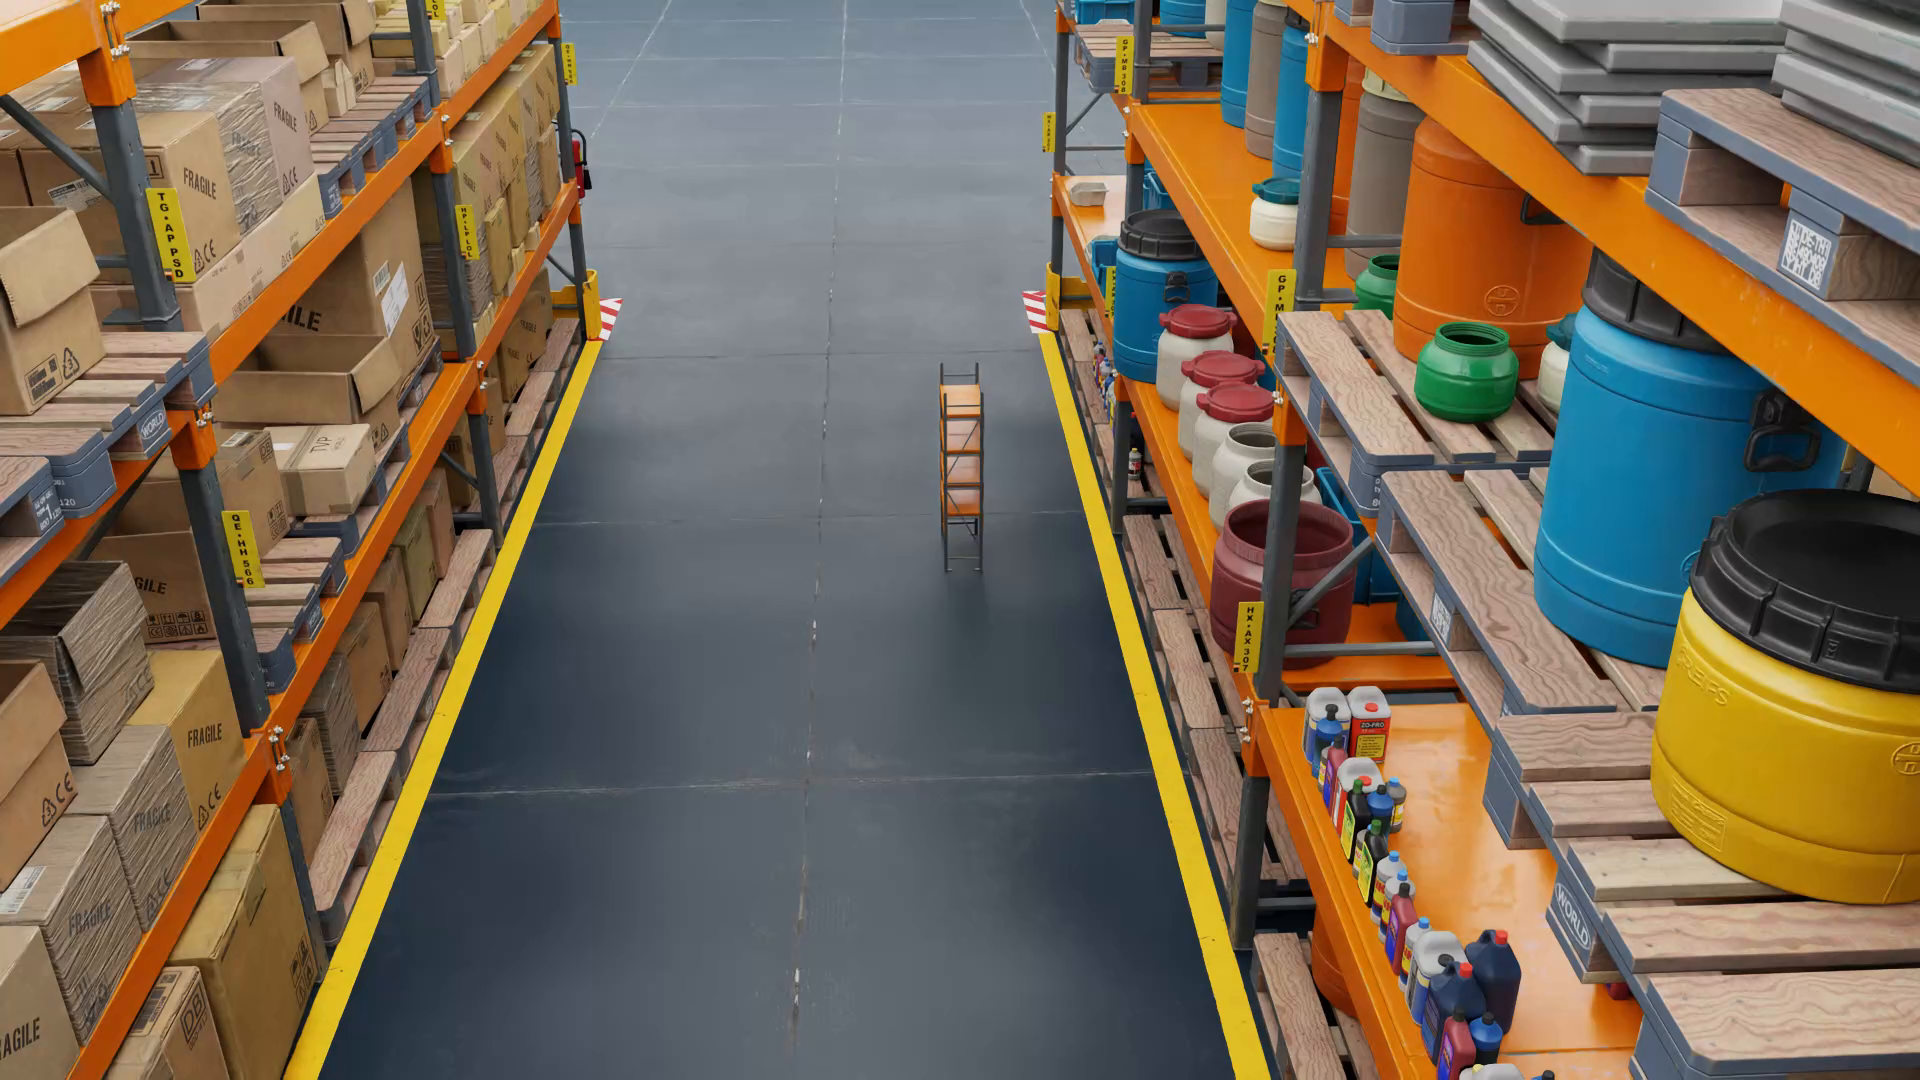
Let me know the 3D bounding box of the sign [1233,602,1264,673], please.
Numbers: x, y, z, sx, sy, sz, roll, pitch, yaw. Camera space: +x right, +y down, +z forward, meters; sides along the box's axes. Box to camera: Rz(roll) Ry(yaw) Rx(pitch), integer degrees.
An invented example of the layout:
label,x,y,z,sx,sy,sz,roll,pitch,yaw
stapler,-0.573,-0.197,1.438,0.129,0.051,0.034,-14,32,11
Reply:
label,x,y,z,sx,sy,sz,roll,pitch,yaw
sign,1.152,0.390,6.644,0.100,0.325,0.005,-1,28,-3

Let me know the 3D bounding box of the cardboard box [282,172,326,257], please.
label,x,y,z,sx,sy,sz,roll,pitch,yaw
cardboard box,-3.078,-1.395,7.162,0.500,0.250,0.500,-1,28,-2

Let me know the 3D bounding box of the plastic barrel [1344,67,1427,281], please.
label,x,y,z,sx,sy,sz,roll,pitch,yaw
plastic barrel,1.875,-1.491,6.641,0.600,0.901,0.600,0,28,0

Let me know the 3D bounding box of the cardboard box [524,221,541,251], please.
label,x,y,z,sx,sy,sz,roll,pitch,yaw
cardboard box,-3.258,-2.201,12.059,0.380,0.149,0.250,-1,28,-3

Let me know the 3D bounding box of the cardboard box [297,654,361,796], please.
label,x,y,z,sx,sy,sz,roll,pitch,yaw
cardboard box,-3.342,0.914,8.043,0.700,0.500,0.500,-4,28,-7

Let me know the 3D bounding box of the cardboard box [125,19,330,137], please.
label,x,y,z,sx,sy,sz,roll,pitch,yaw
cardboard box,-3.478,-2.189,7.956,0.797,0.503,0.637,0,28,-1

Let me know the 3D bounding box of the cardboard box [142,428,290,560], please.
label,x,y,z,sx,sy,sz,roll,pitch,yaw
cardboard box,-3.442,-0.169,7.329,0.700,0.500,0.500,3,28,5

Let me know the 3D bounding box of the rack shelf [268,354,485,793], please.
label,x,y,z,sx,sy,sz,roll,pitch,yaw
rack shelf,-3.349,-0.039,8.421,1.077,0.370,4.000,-1,28,-3

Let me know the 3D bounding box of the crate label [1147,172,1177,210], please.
label,x,y,z,sx,sy,sz,roll,pitch,yaw
crate label,1.650,-2.421,12.171,0.502,0.435,0.616,-1,28,-3

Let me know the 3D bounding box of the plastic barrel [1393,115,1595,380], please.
label,x,y,z,sx,sy,sz,roll,pitch,yaw
plastic barrel,1.728,-0.998,5.320,0.600,0.830,0.708,-1,28,-3

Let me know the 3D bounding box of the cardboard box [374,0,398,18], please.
label,x,y,z,sx,sy,sz,roll,pitch,yaw
cardboard box,-3.762,-3.352,10.483,0.380,0.149,0.250,0,28,-1

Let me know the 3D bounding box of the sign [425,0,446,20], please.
label,x,y,z,sx,sy,sz,roll,pitch,yaw
sign,-2.900,-3.030,9.150,0.100,0.325,0.005,-1,28,-3

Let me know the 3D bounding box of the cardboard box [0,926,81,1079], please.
label,x,y,z,sx,sy,sz,roll,pitch,yaw
cardboard box,-2.896,1.448,4.683,0.500,0.500,0.500,-1,28,-2

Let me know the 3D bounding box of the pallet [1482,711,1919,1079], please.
label,x,y,z,sx,sy,sz,roll,pitch,yaw
pallet,1.772,0.688,3.211,1.213,0.211,1.003,-1,28,-3

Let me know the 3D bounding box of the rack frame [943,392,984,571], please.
label,x,y,z,sx,sy,sz,roll,pitch,yaw
rack frame,0.021,-0.343,10.172,0.240,1.200,0.015,-1,28,-3

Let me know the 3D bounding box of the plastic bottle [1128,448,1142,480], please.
label,x,y,z,sx,sy,sz,roll,pitch,yaw
plastic bottle,1.162,-0.515,11.107,0.097,0.201,0.097,0,28,0

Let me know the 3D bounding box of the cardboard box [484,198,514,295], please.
label,x,y,z,sx,sy,sz,roll,pitch,yaw
cardboard box,-3.407,-1.899,10.779,0.875,0.500,0.500,-1,28,-3

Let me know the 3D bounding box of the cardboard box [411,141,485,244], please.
label,x,y,z,sx,sy,sz,roll,pitch,yaw
cardboard box,-3.223,-2.115,10.113,0.500,0.500,0.500,-1,28,-3

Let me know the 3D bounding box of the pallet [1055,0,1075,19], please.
label,x,y,z,sx,sy,sz,roll,pitch,yaw
pallet,1.229,-4.110,12.410,1.003,0.211,1.213,-1,28,-3

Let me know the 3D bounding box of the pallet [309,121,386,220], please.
label,x,y,z,sx,sy,sz,roll,pitch,yaw
pallet,-3.471,-1.762,7.906,1.213,0.211,1.003,-1,28,-3

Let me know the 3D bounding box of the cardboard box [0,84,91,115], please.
label,x,y,z,sx,sy,sz,roll,pitch,yaw
cardboard box,-3.557,-1.481,6.516,0.500,0.500,0.500,-1,28,-3

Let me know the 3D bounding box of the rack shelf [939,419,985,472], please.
label,x,y,z,sx,sy,sz,roll,pitch,yaw
rack shelf,0.009,-0.594,10.316,0.258,0.148,0.480,-1,28,-3

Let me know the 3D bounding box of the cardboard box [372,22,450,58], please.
label,x,y,z,sx,sy,sz,roll,pitch,yaw
cardboard box,-3.163,-2.879,9.576,0.380,0.149,0.250,-2,28,-4

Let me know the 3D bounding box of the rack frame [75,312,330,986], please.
label,x,y,z,sx,sy,sz,roll,pitch,yaw
rack frame,-3.245,0.566,6.484,1.000,3.000,0.127,-1,28,-3

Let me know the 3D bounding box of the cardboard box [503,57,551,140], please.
label,x,y,z,sx,sy,sz,roll,pitch,yaw
cardboard box,-3.355,-3.269,12.326,0.500,0.500,0.500,-1,28,-3

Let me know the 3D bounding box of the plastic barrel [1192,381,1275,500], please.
label,x,y,z,sx,sy,sz,roll,pitch,yaw
plastic barrel,1.384,-0.476,8.333,0.433,0.535,0.433,0,28,0

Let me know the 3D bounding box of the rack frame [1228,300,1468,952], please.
label,x,y,z,sx,sy,sz,roll,pitch,yaw
rack frame,1.701,0.446,6.713,1.000,3.000,0.127,-1,28,-3

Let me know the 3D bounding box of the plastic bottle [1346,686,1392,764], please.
label,x,y,z,sx,sy,sz,roll,pitch,yaw
plastic bottle,1.553,0.705,6.351,0.152,0.276,0.135,-1,28,-3

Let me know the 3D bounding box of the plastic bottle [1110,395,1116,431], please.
label,x,y,z,sx,sy,sz,roll,pitch,yaw
plastic bottle,1.144,-0.950,11.778,0.144,0.351,0.185,-2,28,-3

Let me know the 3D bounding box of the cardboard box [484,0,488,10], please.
label,x,y,z,sx,sy,sz,roll,pitch,yaw
cardboard box,-3.269,-3.481,10.729,0.380,0.149,0.250,-2,28,-4

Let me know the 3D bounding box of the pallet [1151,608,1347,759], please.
label,x,y,z,sx,sy,sz,roll,pitch,yaw
pallet,1.639,0.762,9.123,1.003,0.211,1.213,-1,28,-3

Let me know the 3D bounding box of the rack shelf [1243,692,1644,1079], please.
label,x,y,z,sx,sy,sz,roll,pitch,yaw
rack shelf,1.806,1.689,5.109,1.077,0.370,4.000,-1,28,-3

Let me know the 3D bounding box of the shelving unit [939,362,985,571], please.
label,x,y,z,sx,sy,sz,roll,pitch,yaw
shelving unit,0.009,-0.456,10.388,0.258,1.200,0.503,-1,28,-3

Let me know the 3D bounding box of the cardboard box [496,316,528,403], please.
label,x,y,z,sx,sy,sz,roll,pitch,yaw
cardboard box,-3.568,-1.353,12.412,0.500,0.500,0.500,1,28,2

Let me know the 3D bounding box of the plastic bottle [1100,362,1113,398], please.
label,x,y,z,sx,sy,sz,roll,pitch,yaw
plastic bottle,1.090,-1.184,12.314,0.097,0.271,0.097,0,28,0

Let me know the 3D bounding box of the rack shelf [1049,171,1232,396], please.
label,x,y,z,sx,sy,sz,roll,pitch,yaw
rack shelf,1.388,-2.006,12.192,1.077,0.370,4.000,-1,28,-3

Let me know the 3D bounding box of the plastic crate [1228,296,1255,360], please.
label,x,y,z,sx,sy,sz,roll,pitch,yaw
plastic crate,1.823,-1.213,9.825,0.402,0.464,0.583,-1,28,-3

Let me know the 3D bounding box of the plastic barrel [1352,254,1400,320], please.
label,x,y,z,sx,sy,sz,roll,pitch,yaw
plastic barrel,1.637,-0.928,6.272,0.294,0.245,0.294,0,28,0

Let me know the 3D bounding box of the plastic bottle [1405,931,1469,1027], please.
label,x,y,z,sx,sy,sz,roll,pitch,yaw
plastic bottle,1.473,1.349,5.116,0.152,0.276,0.135,-1,28,-3

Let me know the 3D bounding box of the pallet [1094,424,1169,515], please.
label,x,y,z,sx,sy,sz,roll,pitch,yaw
pallet,1.499,-0.476,11.496,1.003,0.211,1.213,-1,28,-3

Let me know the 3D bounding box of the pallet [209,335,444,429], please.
label,x,y,z,sx,sy,sz,roll,pitch,yaw
pallet,-3.559,-0.840,9.386,1.003,0.211,1.213,-1,28,-3

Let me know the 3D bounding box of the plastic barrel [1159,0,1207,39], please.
label,x,y,z,sx,sy,sz,roll,pitch,yaw
plastic barrel,1.547,-3.602,10.234,0.600,0.901,0.708,-1,28,-3

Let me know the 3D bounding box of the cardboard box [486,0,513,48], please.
label,x,y,z,sx,sy,sz,roll,pitch,yaw
cardboard box,-3.305,-3.476,11.152,0.500,0.250,0.500,-2,28,-4

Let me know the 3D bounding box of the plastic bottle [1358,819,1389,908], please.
label,x,y,z,sx,sy,sz,roll,pitch,yaw
plastic bottle,1.399,1.089,5.607,0.061,0.283,0.133,-1,28,-3

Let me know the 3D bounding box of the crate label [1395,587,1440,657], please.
label,x,y,z,sx,sy,sz,roll,pitch,yaw
crate label,2.054,0.317,7.142,0.303,0.233,0.416,-1,28,-3

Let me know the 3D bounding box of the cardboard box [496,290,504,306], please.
label,x,y,z,sx,sy,sz,roll,pitch,yaw
cardboard box,-3.228,-1.622,10.951,0.380,0.149,0.250,-1,28,-3

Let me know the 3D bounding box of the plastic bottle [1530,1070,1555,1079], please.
label,x,y,z,sx,sy,sz,roll,pitch,yaw
plastic bottle,1.626,1.594,4.652,0.097,0.271,0.097,0,28,0

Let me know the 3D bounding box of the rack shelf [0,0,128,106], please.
label,x,y,z,sx,sy,sz,roll,pitch,yaw
rack shelf,-3.141,-0.674,3.584,1.077,0.370,4.000,-1,28,-3

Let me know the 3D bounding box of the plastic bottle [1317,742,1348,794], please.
label,x,y,z,sx,sy,sz,roll,pitch,yaw
plastic bottle,1.385,0.841,6.171,0.097,0.201,0.097,0,28,0

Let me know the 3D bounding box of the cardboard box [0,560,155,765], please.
label,x,y,z,sx,sy,sz,roll,pitch,yaw
cardboard box,-3.223,0.415,5.580,0.797,0.503,0.637,0,28,-1
